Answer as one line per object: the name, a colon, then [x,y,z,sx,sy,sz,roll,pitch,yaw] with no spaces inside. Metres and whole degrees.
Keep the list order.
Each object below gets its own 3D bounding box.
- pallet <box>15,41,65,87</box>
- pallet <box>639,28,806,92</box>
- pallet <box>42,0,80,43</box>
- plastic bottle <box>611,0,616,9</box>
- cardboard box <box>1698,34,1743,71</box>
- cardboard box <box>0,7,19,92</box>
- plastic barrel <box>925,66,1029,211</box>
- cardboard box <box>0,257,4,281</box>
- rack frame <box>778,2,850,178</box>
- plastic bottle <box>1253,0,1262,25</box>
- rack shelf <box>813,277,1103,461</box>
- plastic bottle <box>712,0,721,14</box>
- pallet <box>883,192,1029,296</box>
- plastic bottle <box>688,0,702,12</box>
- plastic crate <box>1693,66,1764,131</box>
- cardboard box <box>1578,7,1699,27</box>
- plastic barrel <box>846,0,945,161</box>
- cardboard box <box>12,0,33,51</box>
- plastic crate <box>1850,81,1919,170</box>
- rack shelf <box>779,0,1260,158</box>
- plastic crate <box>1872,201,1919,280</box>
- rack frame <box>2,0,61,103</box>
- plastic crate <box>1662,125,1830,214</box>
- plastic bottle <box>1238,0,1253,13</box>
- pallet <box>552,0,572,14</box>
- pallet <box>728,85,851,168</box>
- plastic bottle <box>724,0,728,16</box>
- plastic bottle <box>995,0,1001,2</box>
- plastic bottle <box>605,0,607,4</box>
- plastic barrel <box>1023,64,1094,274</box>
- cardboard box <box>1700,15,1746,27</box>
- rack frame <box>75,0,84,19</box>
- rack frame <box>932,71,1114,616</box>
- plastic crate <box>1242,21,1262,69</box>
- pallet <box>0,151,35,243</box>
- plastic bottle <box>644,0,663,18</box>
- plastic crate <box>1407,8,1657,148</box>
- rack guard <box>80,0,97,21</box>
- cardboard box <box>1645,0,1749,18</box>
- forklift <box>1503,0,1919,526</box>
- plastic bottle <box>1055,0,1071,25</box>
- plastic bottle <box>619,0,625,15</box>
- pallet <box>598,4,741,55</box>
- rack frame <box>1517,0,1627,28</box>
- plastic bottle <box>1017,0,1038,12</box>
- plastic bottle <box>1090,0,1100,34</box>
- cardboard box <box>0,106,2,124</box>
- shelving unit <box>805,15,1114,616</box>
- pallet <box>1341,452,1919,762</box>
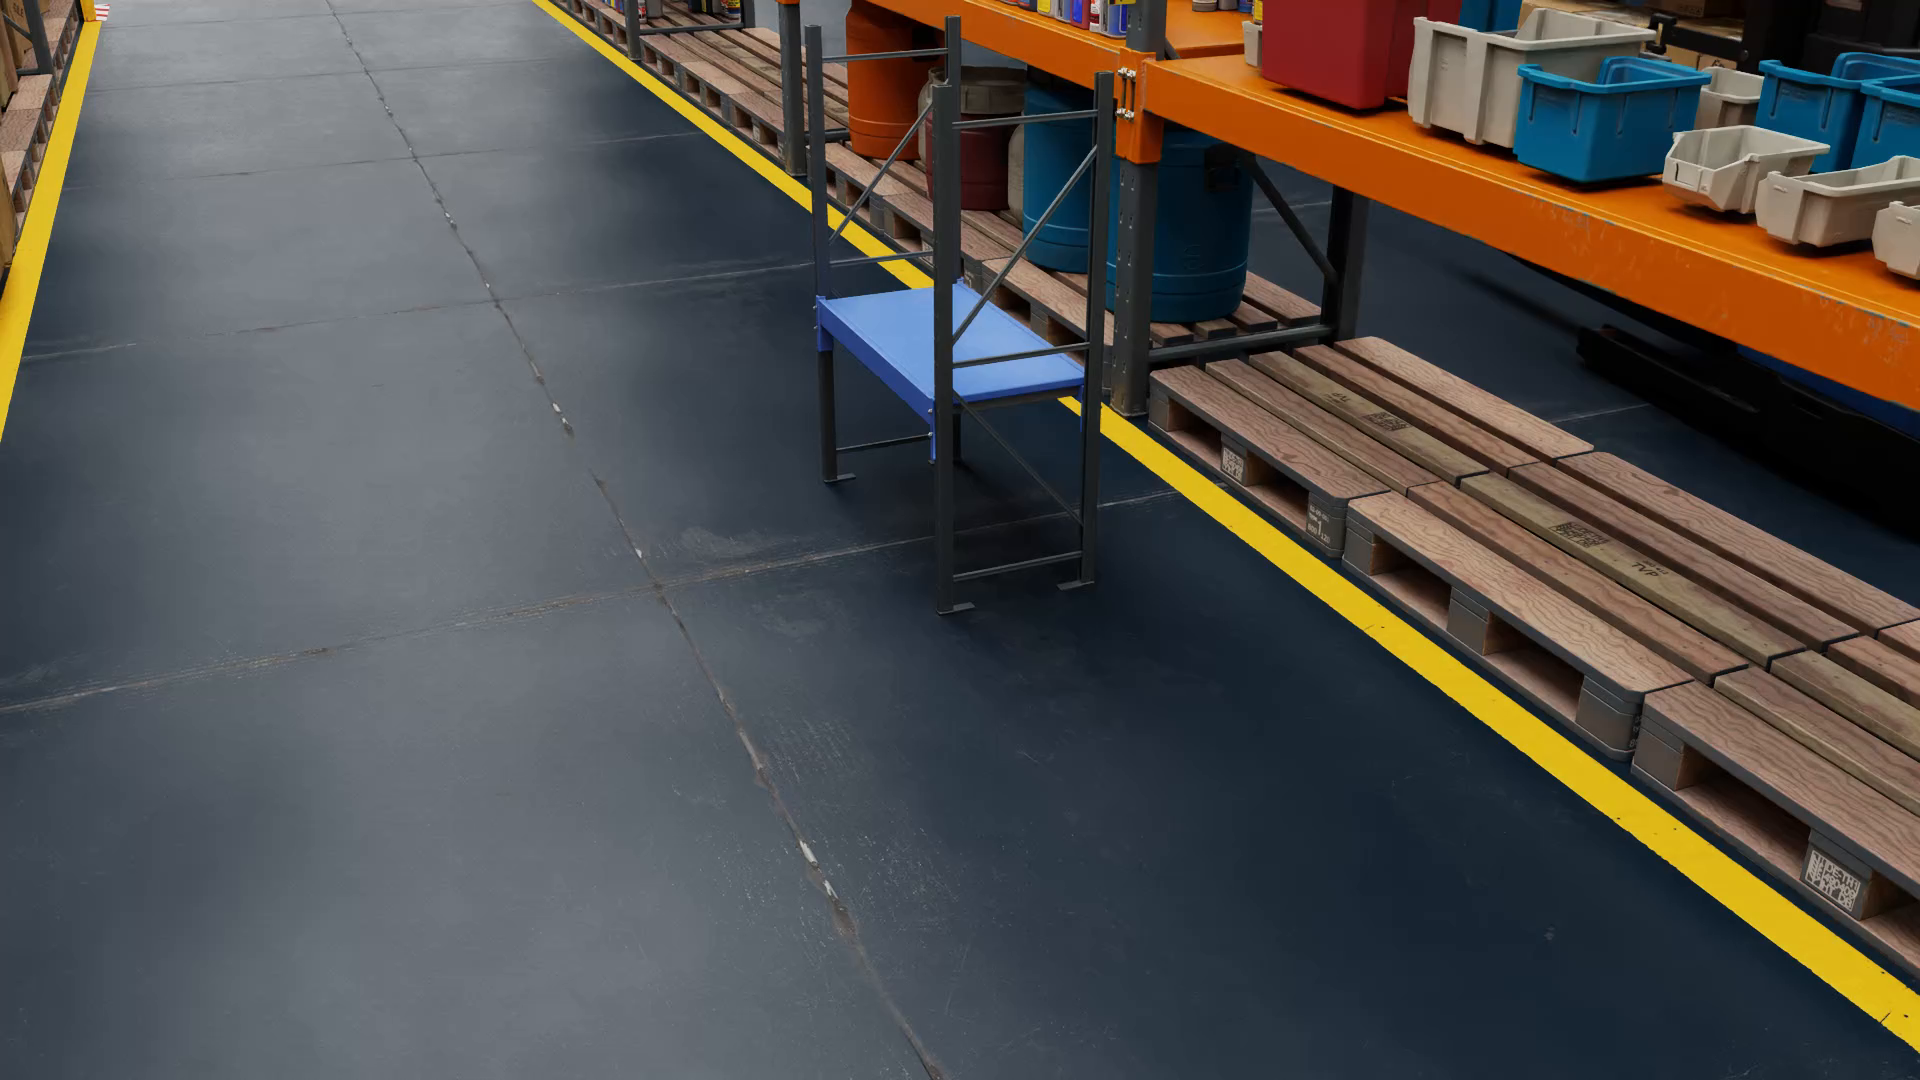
pallet: [-6.938,-3.294,11.756,1.003,0.211,1.213,-11,28,-21]
pallet: [-1.742,-3.570,12.321,1.003,0.211,1.213,-11,28,-21]
pallet: [-7.894,-4.279,13.774,1.003,0.211,1.213,-11,28,-21]
plastic bottle: [-2.804,-4.559,13.686,0.144,0.351,0.185,-11,28,-21]
cardboard box: [4.567,-2.586,9.475,0.500,0.500,0.500,-12,28,-22]
cardboard box: [-6.422,-3.105,10.538,0.700,0.500,0.500,-13,29,-25]
plastic barrel: [0.131,-1.973,8.142,0.600,0.588,0.708,-11,28,-21]
cardboard box: [-4.483,-1.258,6.351,1.225,0.875,0.875,-10,28,-20]
rack frame: [-0.519,-3.518,9.037,1.000,3.000,0.127,-11,28,-21]
plastic bottle: [1.192,-2.095,6.179,0.144,0.351,0.185,-11,28,-21]
rack shelf: [-0.033,-0.547,5.070,0.538,0.185,1.000,-11,28,-21]
plastic bottle: [-1.959,-4.437,13.521,0.152,0.276,0.135,-10,28,-19]
pallet: [0.302,-1.462,8.005,1.003,0.211,1.213,-11,28,-21]
plastic bottle: [-2.152,-4.513,13.592,0.144,0.351,0.185,-11,28,-21]
plastic crate: [2.006,-1.161,4.441,0.293,0.136,0.466,-11,28,-21]
cardboard box: [4.166,-2.999,10.321,0.500,0.500,0.500,-12,28,-22]
plastic barrel: [-0.312,-2.537,9.023,0.600,0.830,0.708,-11,28,-21]
cardboard box: [-6.994,-3.746,11.874,0.500,0.500,0.500,-2,26,-4]
plastic crate: [2.305,-0.928,3.855,0.416,0.233,0.300,-11,28,-21]
rack shelf: [0.264,-2.388,7.541,1.077,0.370,4.000,-11,28,-21]
plastic crate: [2.028,-0.615,3.322,0.396,0.136,0.243,-11,28,-21]
rack frame: [-6.643,-4.282,10.602,1.000,3.000,0.127,-11,28,-21]
plastic crate: [1.763,-0.839,3.782,0.298,0.136,0.250,-11,28,-21]
plastic bottle: [1.144,-2.204,6.491,0.097,0.271,0.097,0,26,0]
pallet: [-3.266,-5.143,15.544,1.003,0.211,1.213,-11,28,-21]
pallet: [-0.787,-2.585,10.303,1.003,0.211,1.213,-11,28,-21]
plastic bottle: [-1.847,-4.318,13.364,0.097,0.201,0.097,0,26,0]
plastic bottle: [0.202,-2.357,6.800,0.152,0.276,0.135,-11,28,-21]
plastic bottle: [-2.936,-4.601,13.943,0.097,0.201,0.097,0,26,0]
plastic barrel: [0.573,-1.658,7.139,0.600,0.901,0.708,-11,28,-21]
cardboard box: [4.825,-2.896,10.110,0.500,0.500,0.500,-12,28,-22]
rack frame: [-8.209,-5.897,13.909,1.000,3.000,0.127,-11,28,-21]
rack frame: [0.166,-0.503,4.571,0.500,1.500,0.032,-11,28,-21]
plastic crate: [1.098,-1.600,5.339,0.396,0.136,0.243,-11,28,-21]
pallet: [-5.381,-1.730,8.553,1.003,0.211,1.213,-11,28,-21]
plastic bottle: [-2.470,-4.376,13.311,0.144,0.351,0.185,-11,28,-21]
plastic crate: [1.476,-1.229,4.415,0.437,0.282,0.530,-11,28,-21]
rack guard: [-8.180,-4.743,14.395,1.175,0.500,0.348,-11,28,-21]
cardboard box: [4.648,-3.420,10.329,0.500,0.250,0.500,-9,28,-19]
forklift: [3.118,-1.954,5.911,1.130,2.935,3.031,-7,27,-15]
plastic bottle: [0.453,-2.099,6.271,0.152,0.276,0.135,-11,28,-21]
plastic bottle: [-2.678,-4.428,13.419,0.144,0.351,0.185,-12,29,-23]
pallet: [-2.310,-4.158,13.526,1.003,0.211,1.213,-11,28,-21]
rack frame: [4.040,-4.368,10.777,1.000,3.000,0.127,-11,28,-21]
plastic bottle: [0.314,-2.271,6.538,0.144,0.351,0.185,-11,28,-21]
plastic bottle: [0.525,-1.960,6.072,0.097,0.201,0.097,0,26,0]
cardboard box: [-6.033,-2.683,9.675,0.700,0.500,0.500,-13,29,-25]
shelving unit: [-0.033,-0.708,4.991,0.538,1.500,1.048,-11,28,-21]
pallet: [1.853,0.133,4.737,1.003,0.211,1.213,-11,28,-21]
